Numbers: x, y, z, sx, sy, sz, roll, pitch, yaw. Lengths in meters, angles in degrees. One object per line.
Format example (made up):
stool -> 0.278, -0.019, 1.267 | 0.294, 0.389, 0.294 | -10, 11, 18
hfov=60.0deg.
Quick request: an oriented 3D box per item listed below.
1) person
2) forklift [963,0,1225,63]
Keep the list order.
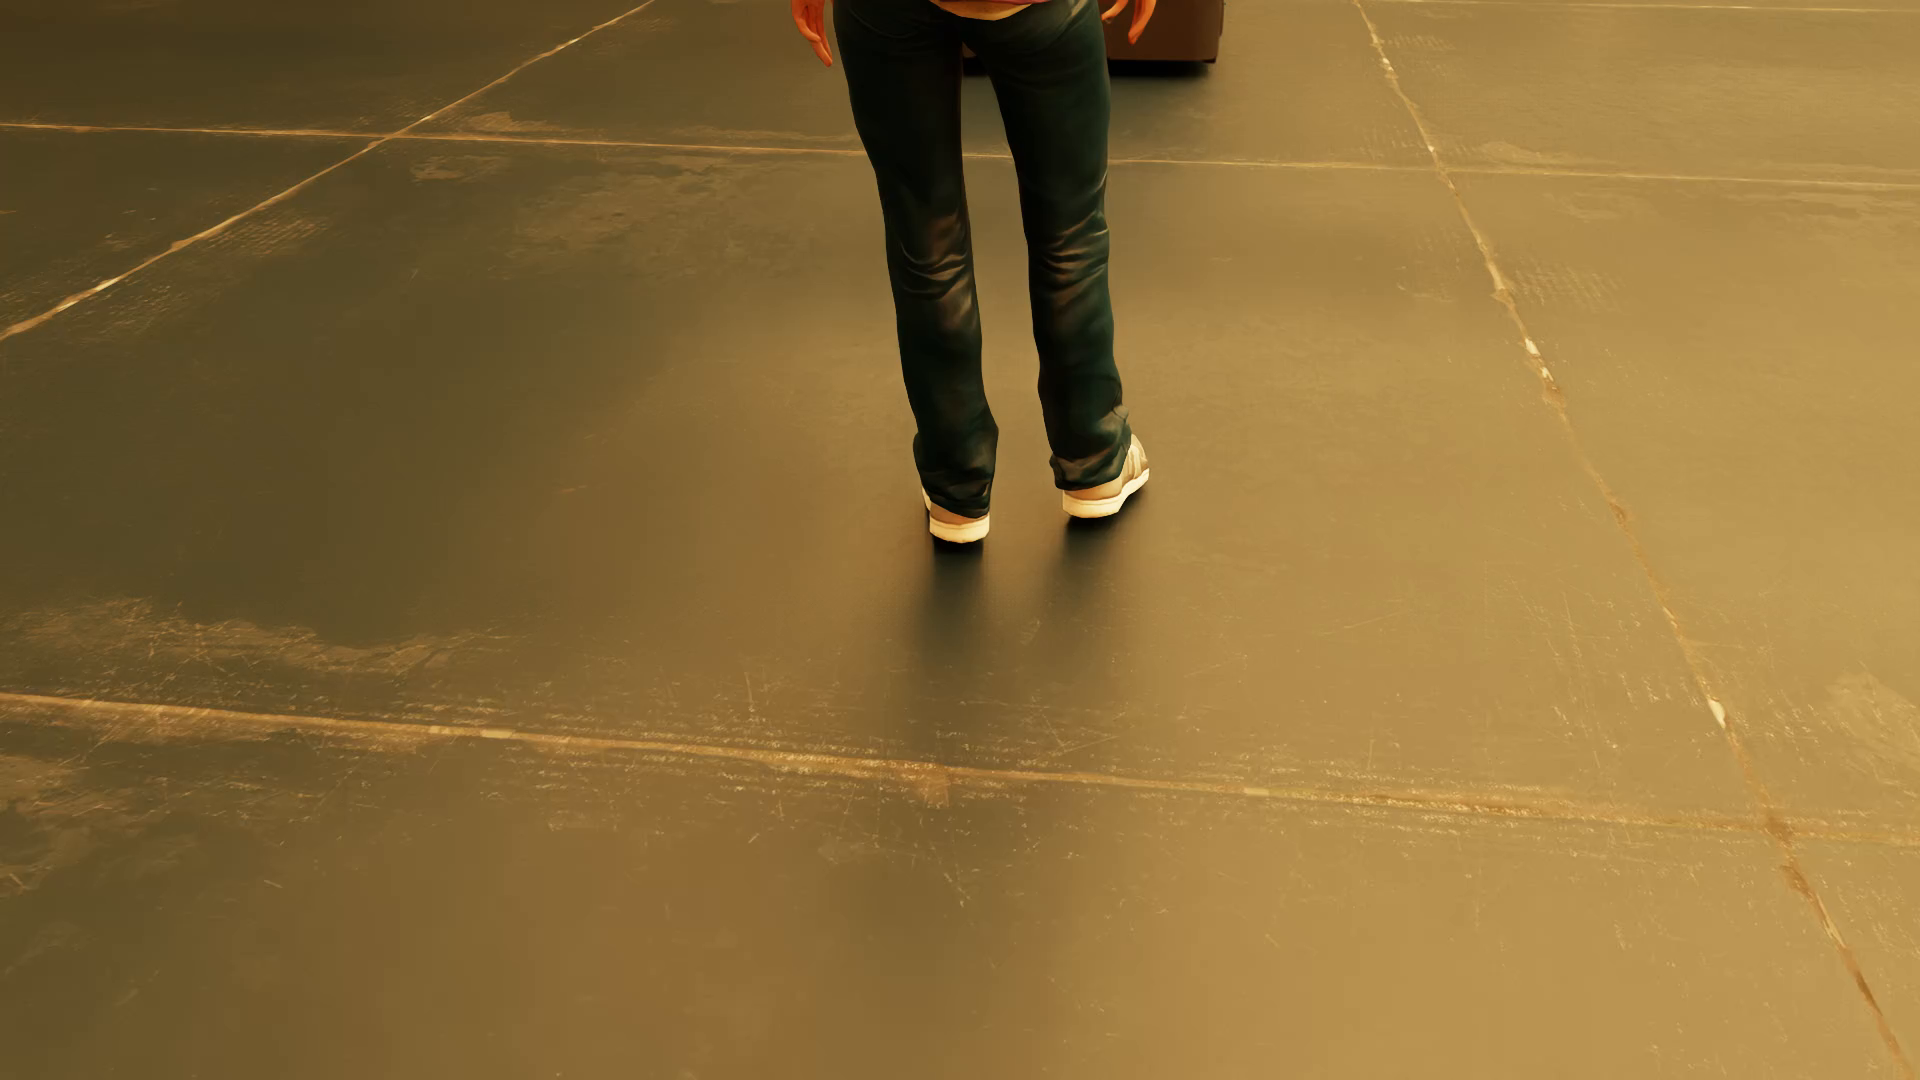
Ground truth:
person -> 0.024, -0.753, 2.204 | 0.520, 1.597, 0.476 | 3, 27, 7
forklift -> 0.456, -3.528, 6.288 | 1.130, 2.935, 3.031 | 2, 27, 4
